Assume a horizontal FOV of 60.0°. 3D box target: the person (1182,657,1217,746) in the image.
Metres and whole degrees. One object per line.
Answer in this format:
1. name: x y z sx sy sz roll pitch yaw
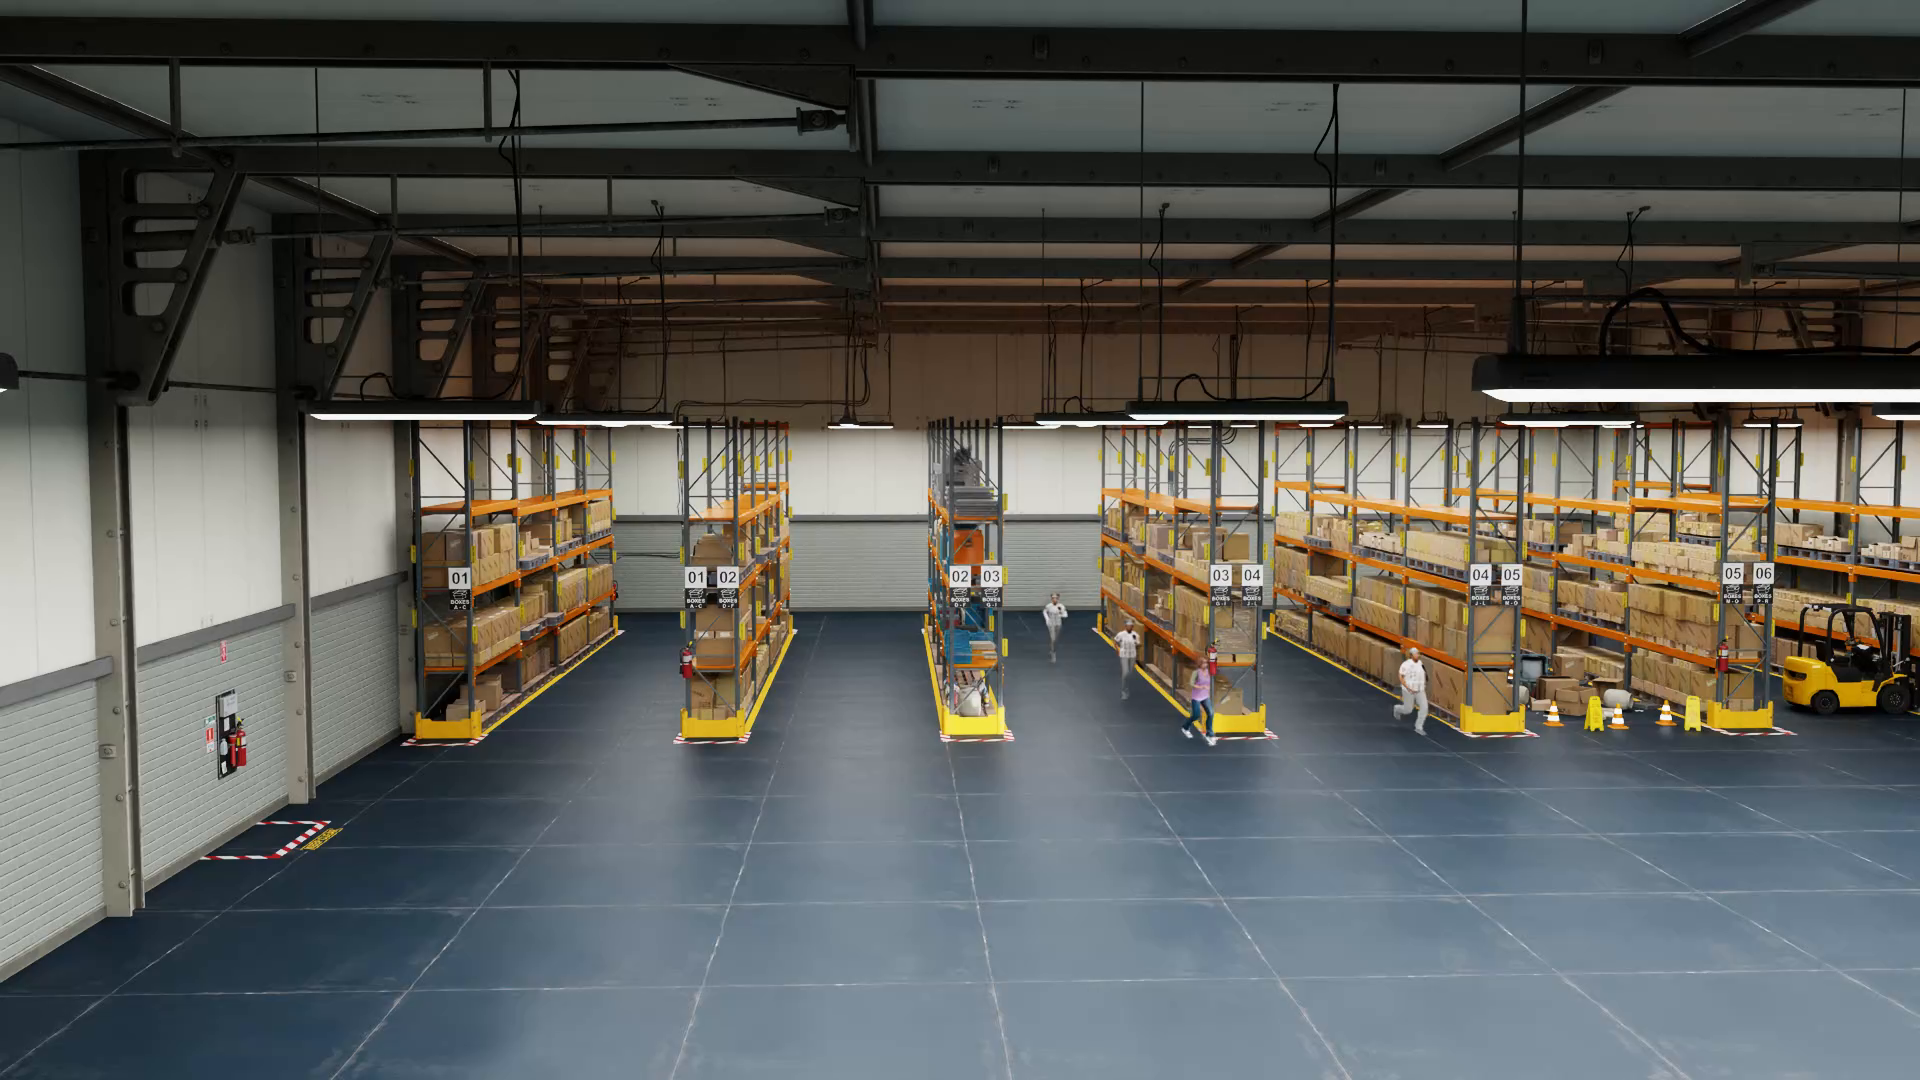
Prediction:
1. person: 4.399 2.936 30.565 0.569 1.614 0.826 -3 4 -34

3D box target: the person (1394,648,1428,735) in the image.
1. person: 8.628 2.866 31.708 0.605 1.642 0.809 -1 4 -20

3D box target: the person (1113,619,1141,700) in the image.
1. person: 3.610 2.559 35.705 0.555 1.756 0.755 -1 4 -11

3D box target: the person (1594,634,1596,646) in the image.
1. person: 16.361 2.089 43.315 0.589 1.694 0.735 0 4 -3

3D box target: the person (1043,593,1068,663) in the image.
1. person: 2.393 2.178 41.517 0.584 1.754 0.775 0 4 -6
